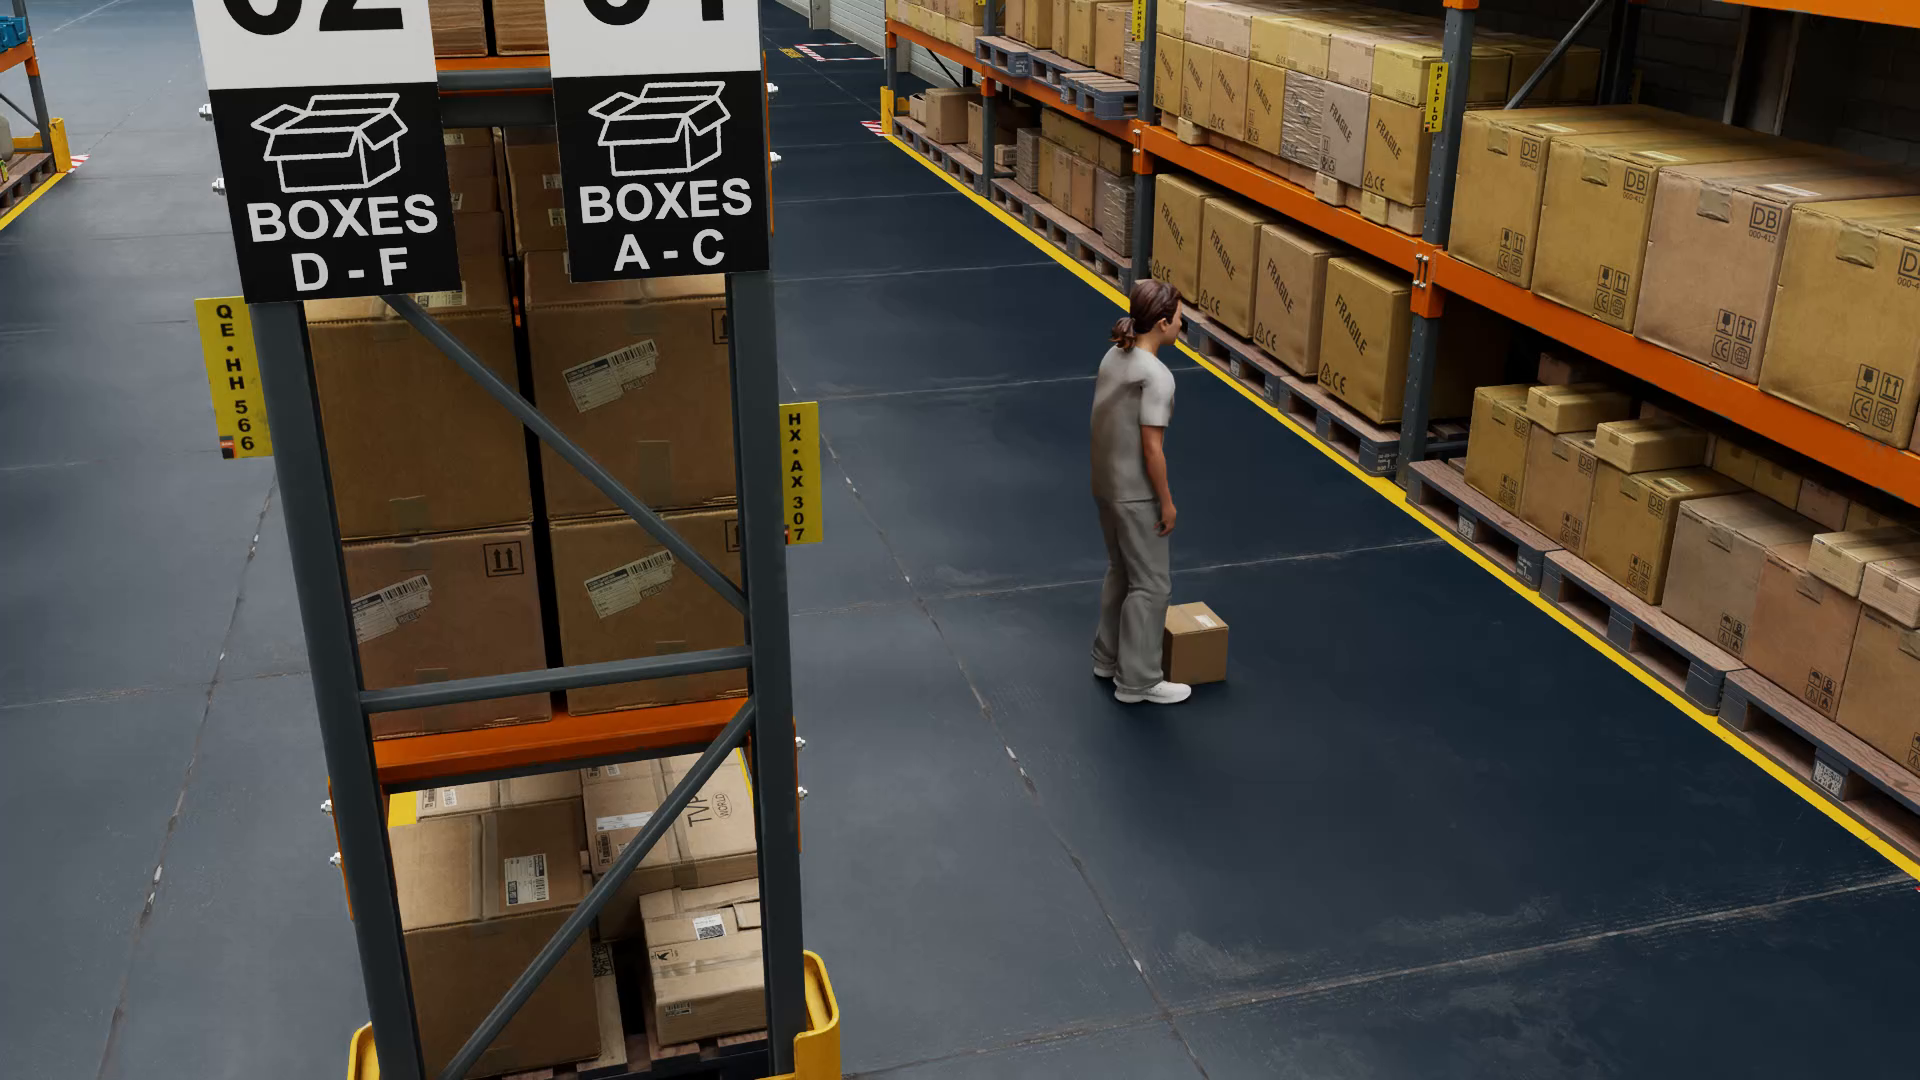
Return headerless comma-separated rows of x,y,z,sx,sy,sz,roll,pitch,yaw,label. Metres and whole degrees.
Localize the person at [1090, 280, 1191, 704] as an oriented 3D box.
0.703,-0.190,6.547,0.363,1.671,0.511,-8,24,-18,person
